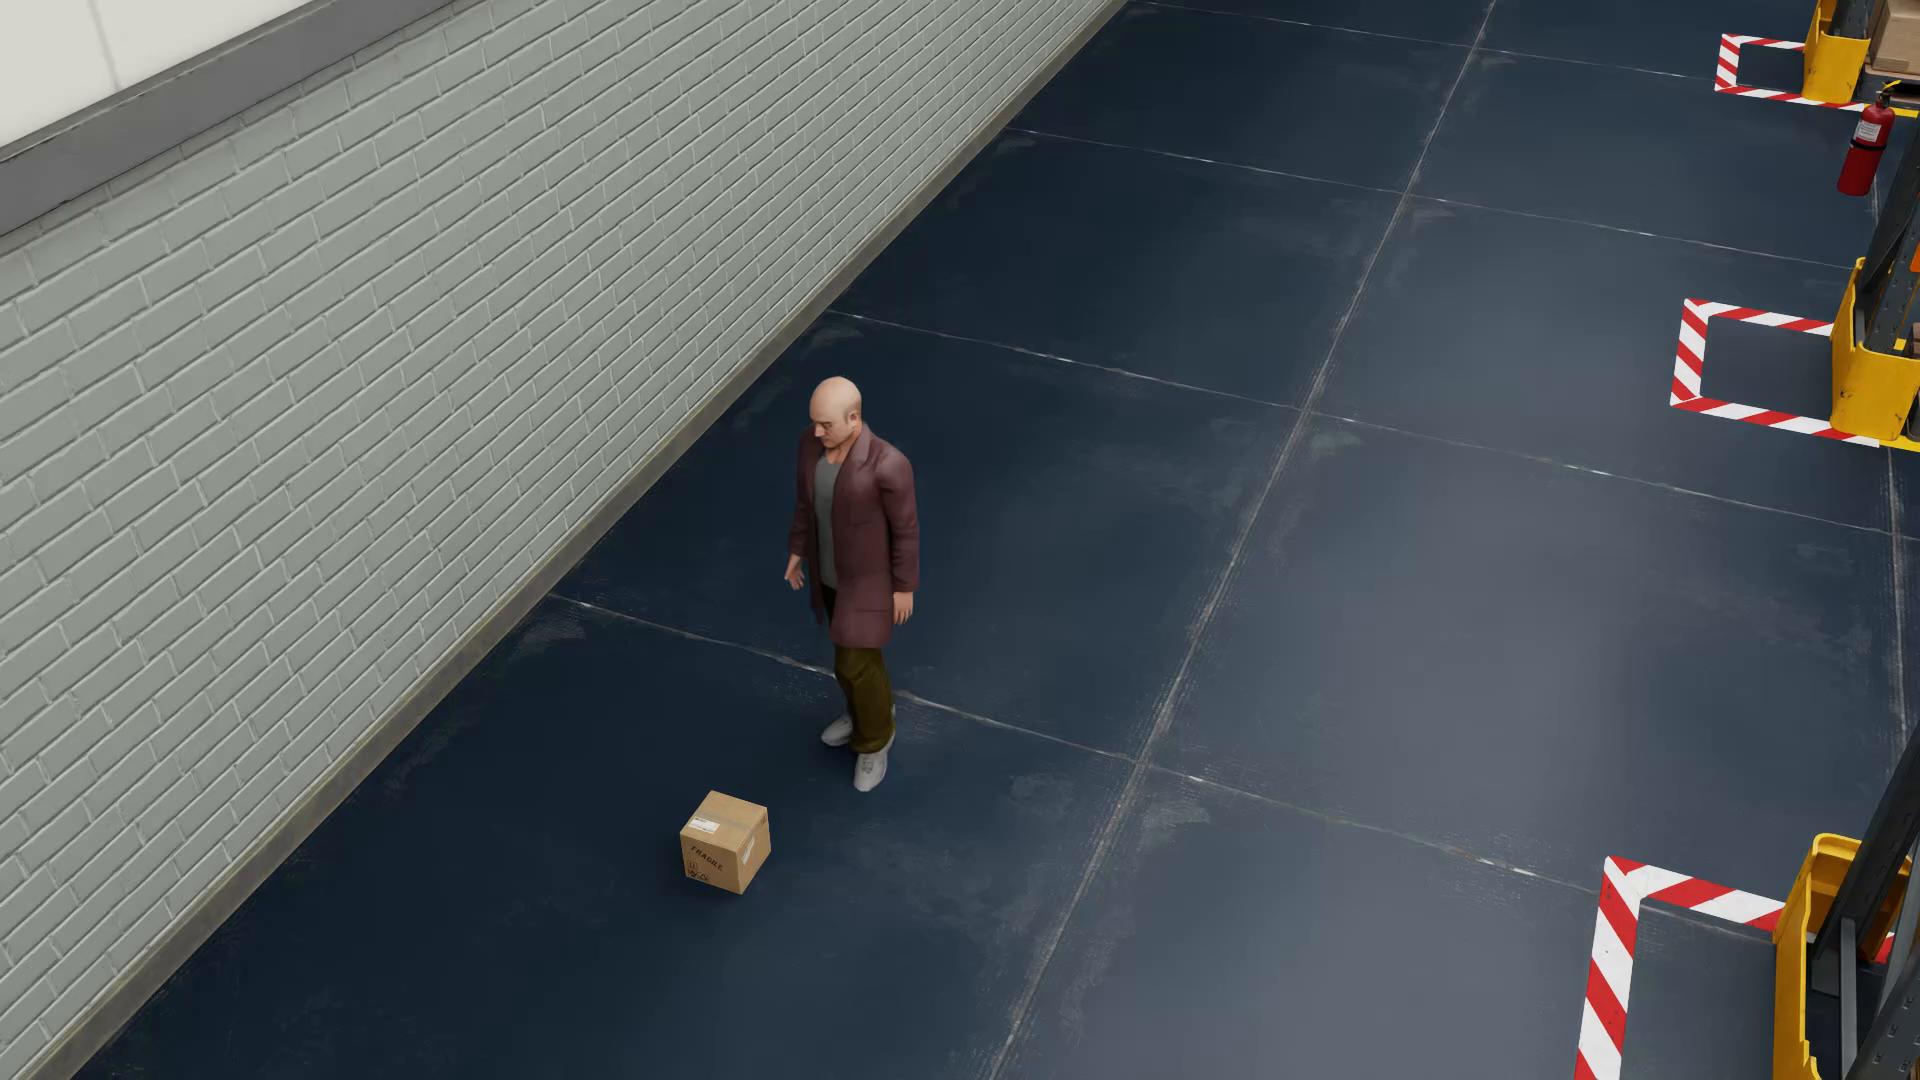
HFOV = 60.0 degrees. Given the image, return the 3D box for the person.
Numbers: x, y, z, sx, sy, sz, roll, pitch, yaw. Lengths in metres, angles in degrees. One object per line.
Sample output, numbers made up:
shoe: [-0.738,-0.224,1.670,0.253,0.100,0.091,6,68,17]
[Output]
person: [-0.447,0.155,6.649,0.437,1.839,0.603,-31,47,-34]
